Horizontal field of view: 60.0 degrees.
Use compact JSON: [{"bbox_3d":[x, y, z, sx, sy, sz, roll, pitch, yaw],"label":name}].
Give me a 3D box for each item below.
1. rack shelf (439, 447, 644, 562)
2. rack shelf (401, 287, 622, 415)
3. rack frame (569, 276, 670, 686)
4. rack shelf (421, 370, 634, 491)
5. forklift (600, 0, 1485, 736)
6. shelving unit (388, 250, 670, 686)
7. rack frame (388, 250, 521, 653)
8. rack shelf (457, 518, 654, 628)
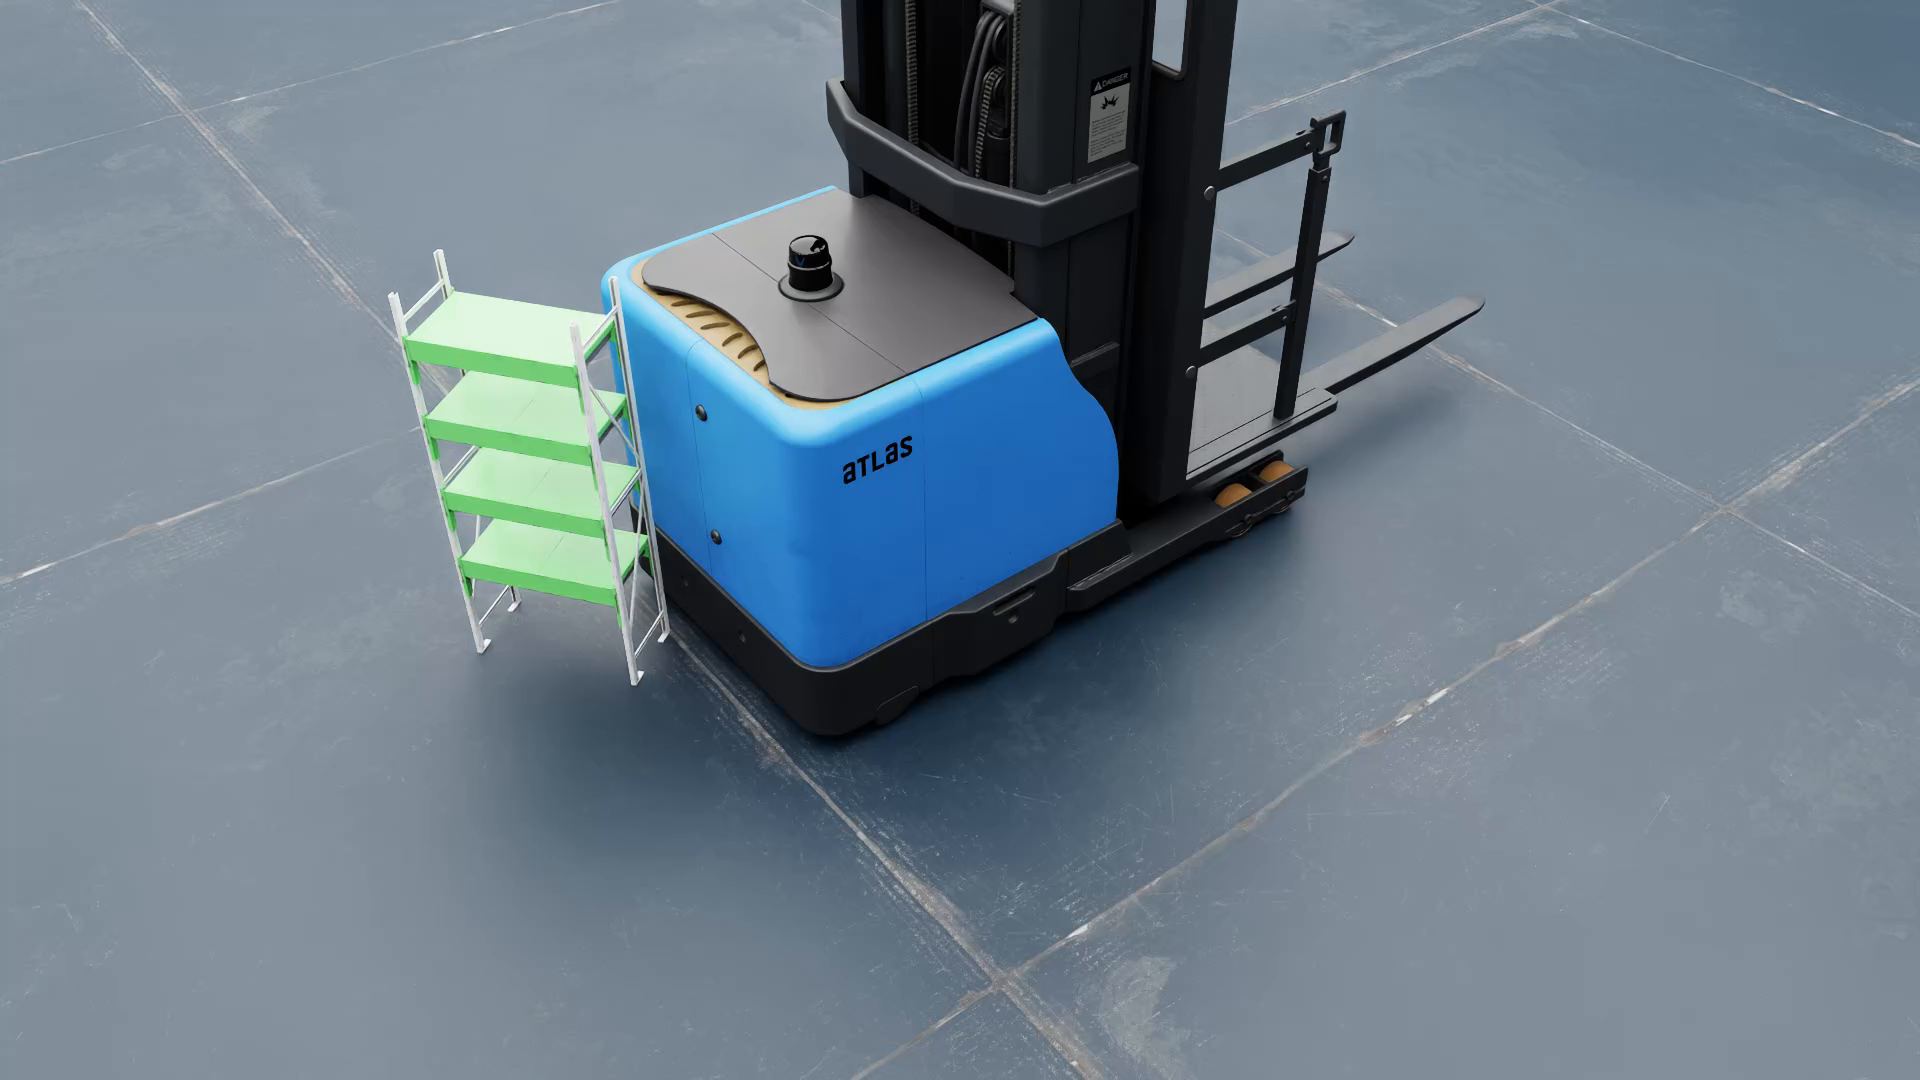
[{"bbox_3d":[-1.132,-0.115,4.545,0.480,0.148,0.258,10,40,12],"label":"rack shelf"},{"bbox_3d":[-1.132,-0.486,4.241,0.480,0.148,0.258,10,40,12],"label":"rack shelf"},{"bbox_3d":[-0.897,-0.122,4.453,0.015,1.200,0.240,10,40,12],"label":"rack frame"},{"bbox_3d":[-1.132,-0.301,4.393,0.480,0.148,0.258,10,40,12],"label":"rack shelf"},{"bbox_3d":[0.487,-1.379,4.621,3.031,2.935,1.130,-27,46,-29],"label":"forklift"},{"bbox_3d":[-1.132,-0.165,4.505,0.503,1.200,0.258,10,40,12],"label":"shelving unit"},{"bbox_3d":[-1.366,-0.207,4.557,0.015,1.200,0.240,10,40,12],"label":"rack frame"},{"bbox_3d":[-1.132,0.070,4.697,0.480,0.148,0.258,10,40,12],"label":"rack shelf"}]
